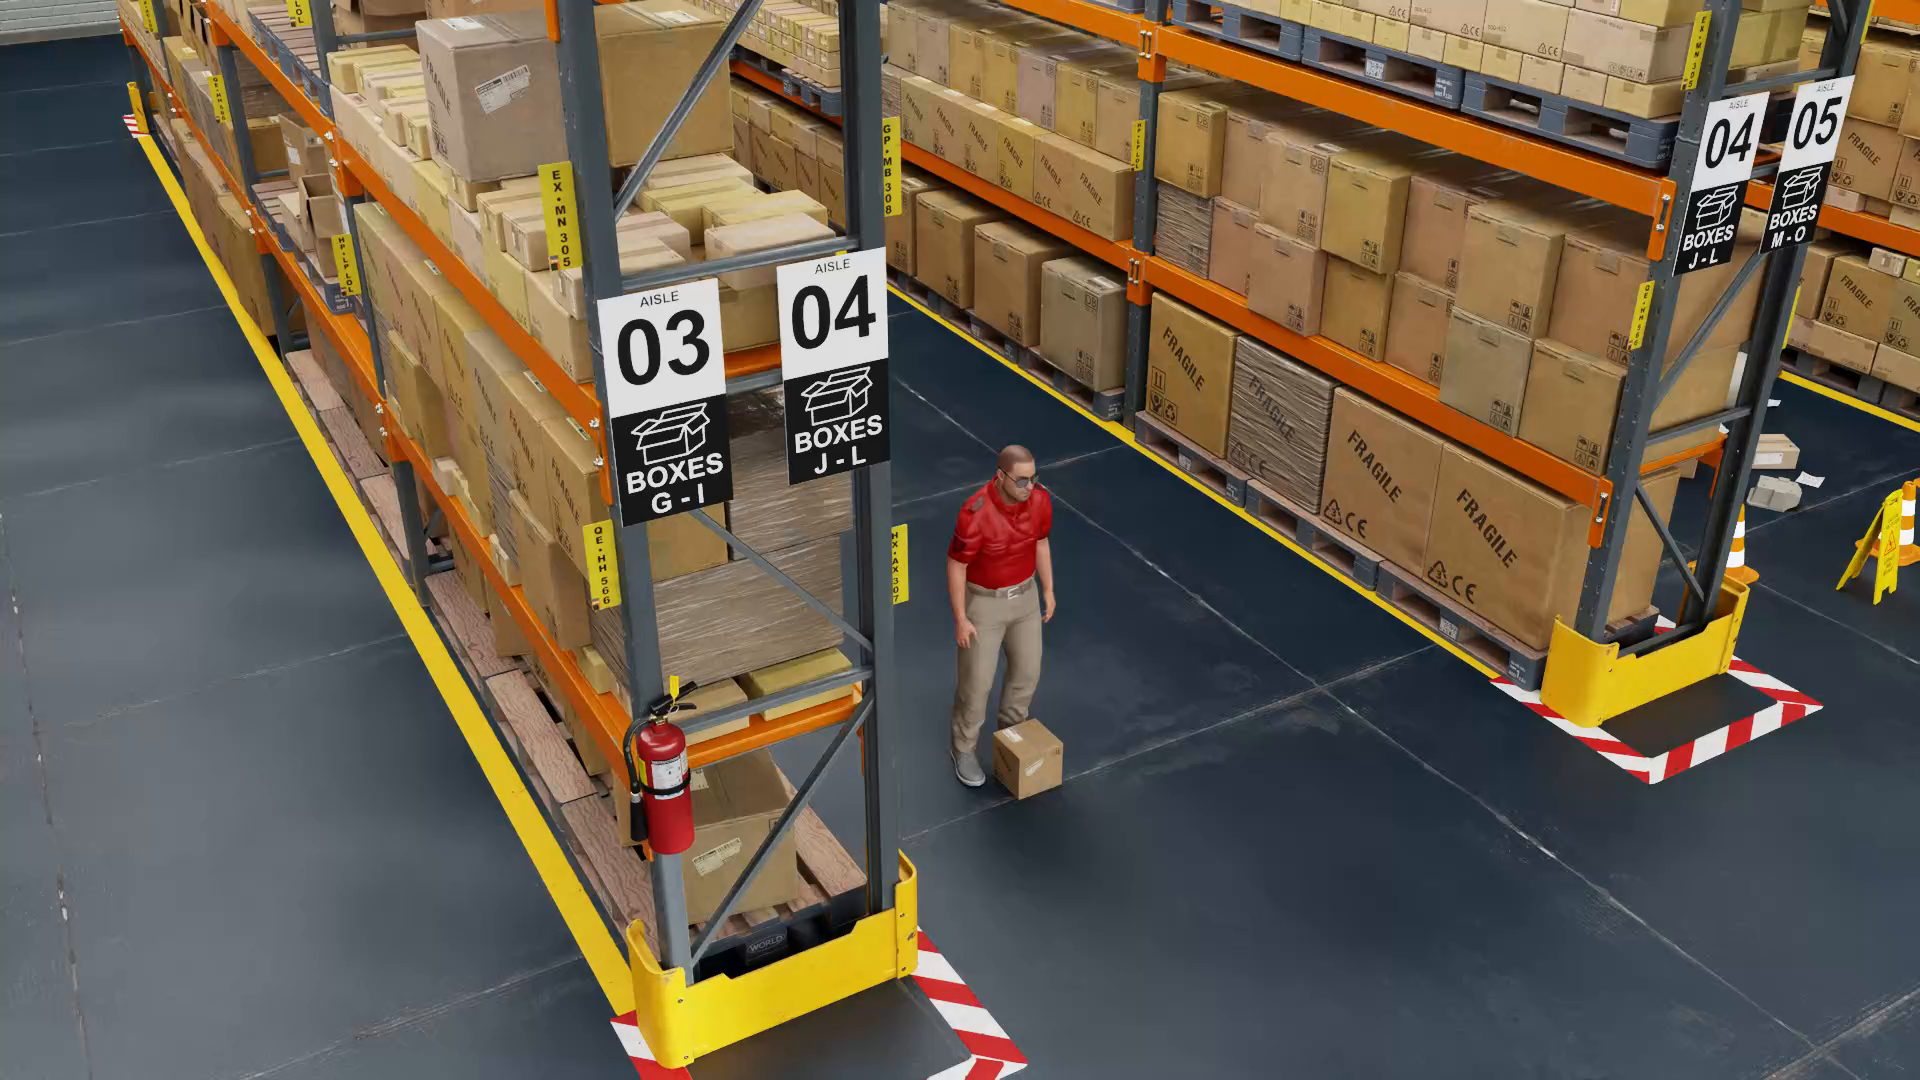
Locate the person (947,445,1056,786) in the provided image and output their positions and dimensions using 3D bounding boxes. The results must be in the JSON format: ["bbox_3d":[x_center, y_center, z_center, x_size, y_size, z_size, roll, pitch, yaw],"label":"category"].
[{"bbox_3d":[0.202,0.319,7.998,0.606,1.727,0.389,-18,33,-29],"label":"person"}]
